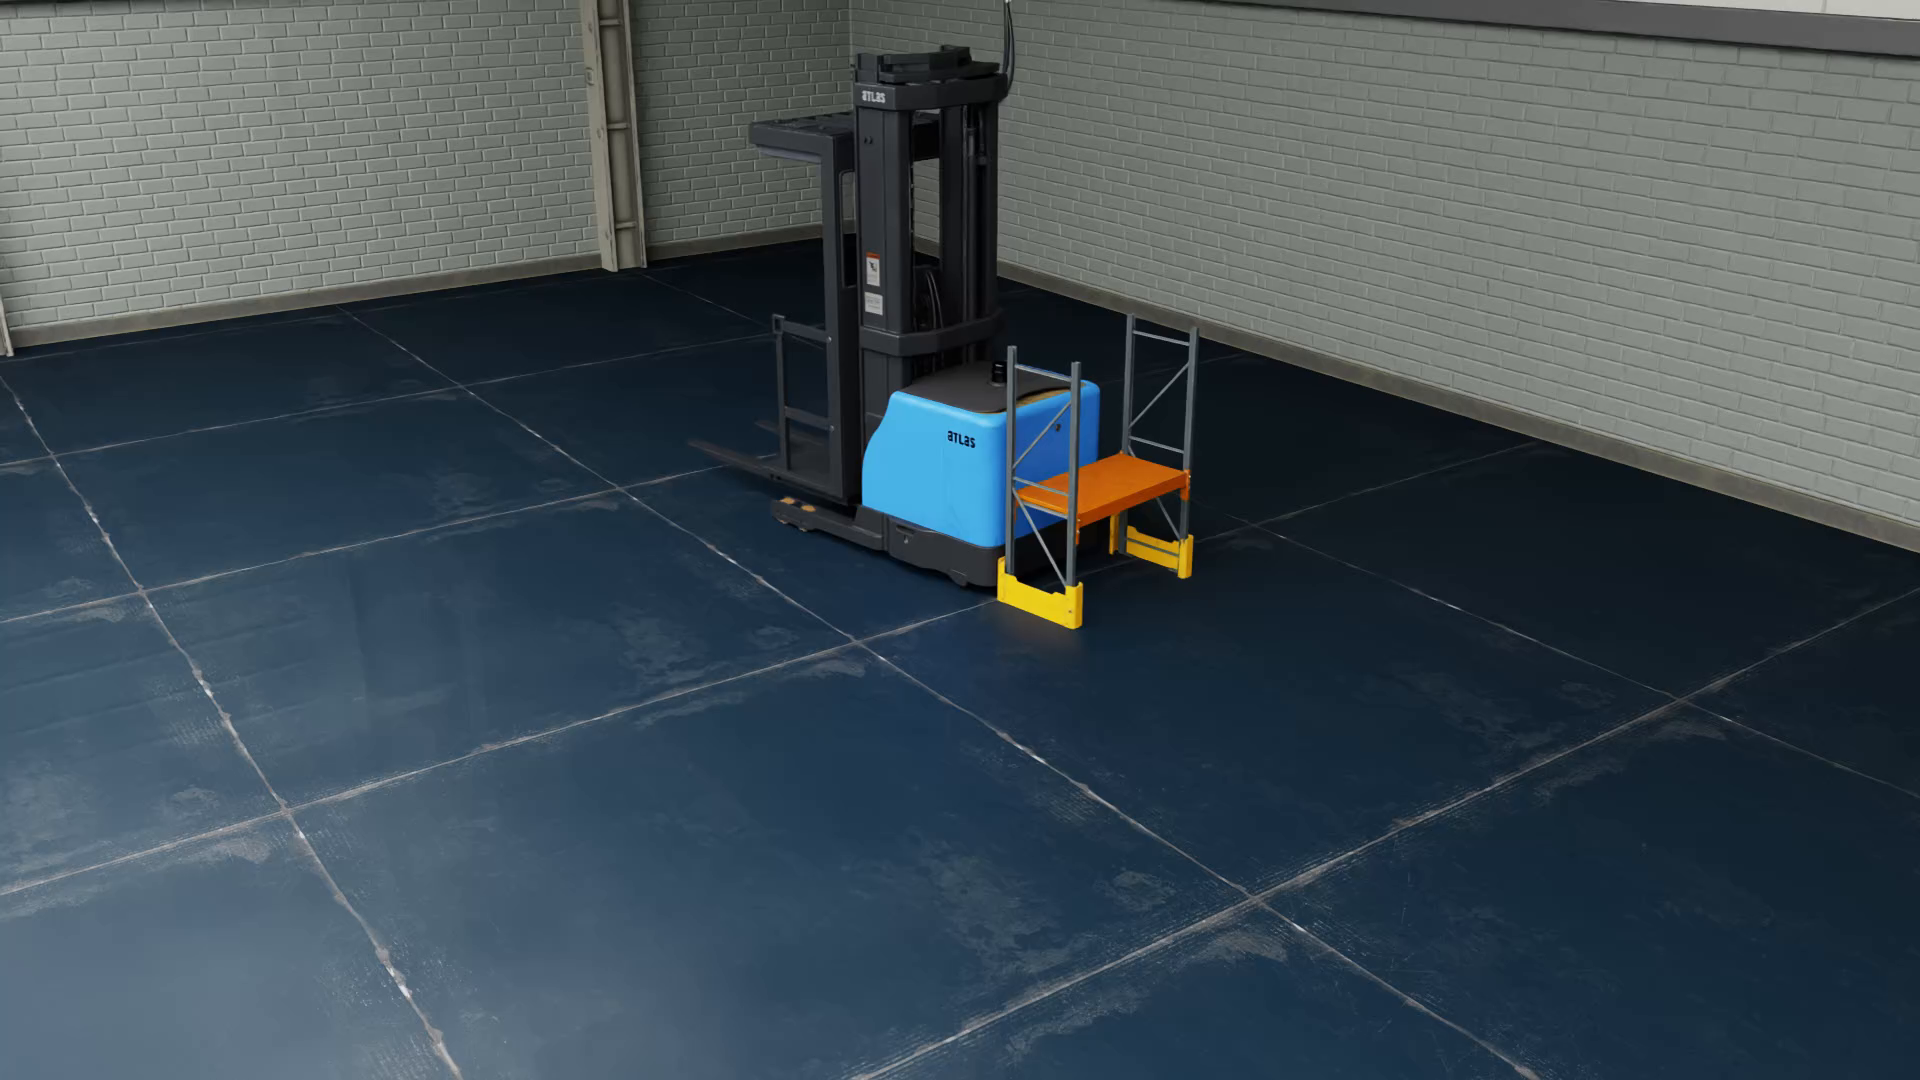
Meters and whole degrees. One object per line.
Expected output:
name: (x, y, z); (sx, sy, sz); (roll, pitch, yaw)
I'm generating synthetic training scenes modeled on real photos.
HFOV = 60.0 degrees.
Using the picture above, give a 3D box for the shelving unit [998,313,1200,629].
shelving unit: (0.794, -0.420, 9.425); (0.587, 1.500, 1.083); (20, 29, 41)

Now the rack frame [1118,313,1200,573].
rack frame: (1.157, -0.557, 9.768); (0.500, 1.500, 0.032); (20, 29, 41)

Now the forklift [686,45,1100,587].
forklift: (-0.569, -1.537, 10.295); (3.031, 2.935, 1.130); (19, 29, 40)

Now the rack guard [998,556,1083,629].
rack guard: (0.446, 0.292, 9.327); (0.587, 0.250, 0.087); (20, 29, 41)

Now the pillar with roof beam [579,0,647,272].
pillar with roof beam: (-1.052, -5.784, 12.749); (0.400, 9.000, 9.100); (-15, 26, -33)

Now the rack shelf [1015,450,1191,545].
rack shelf: (0.801, -0.255, 9.498); (0.538, 0.185, 1.000); (20, 29, 41)

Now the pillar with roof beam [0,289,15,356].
pillar with roof beam: (-5.923, -4.485, 9.495); (0.400, 9.000, 9.100); (-15, 26, -33)

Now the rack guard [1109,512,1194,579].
rack guard: (1.143, 0.029, 9.987); (0.587, 0.250, 0.087); (20, 29, 41)

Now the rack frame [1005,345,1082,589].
rack frame: (0.445, -0.288, 9.094); (0.500, 1.500, 0.032); (20, 29, 41)

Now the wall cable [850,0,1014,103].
wall cable: (-0.403, -5.877, 17.172); (0.112, 2.526, 3.097); (-15, 26, -33)
